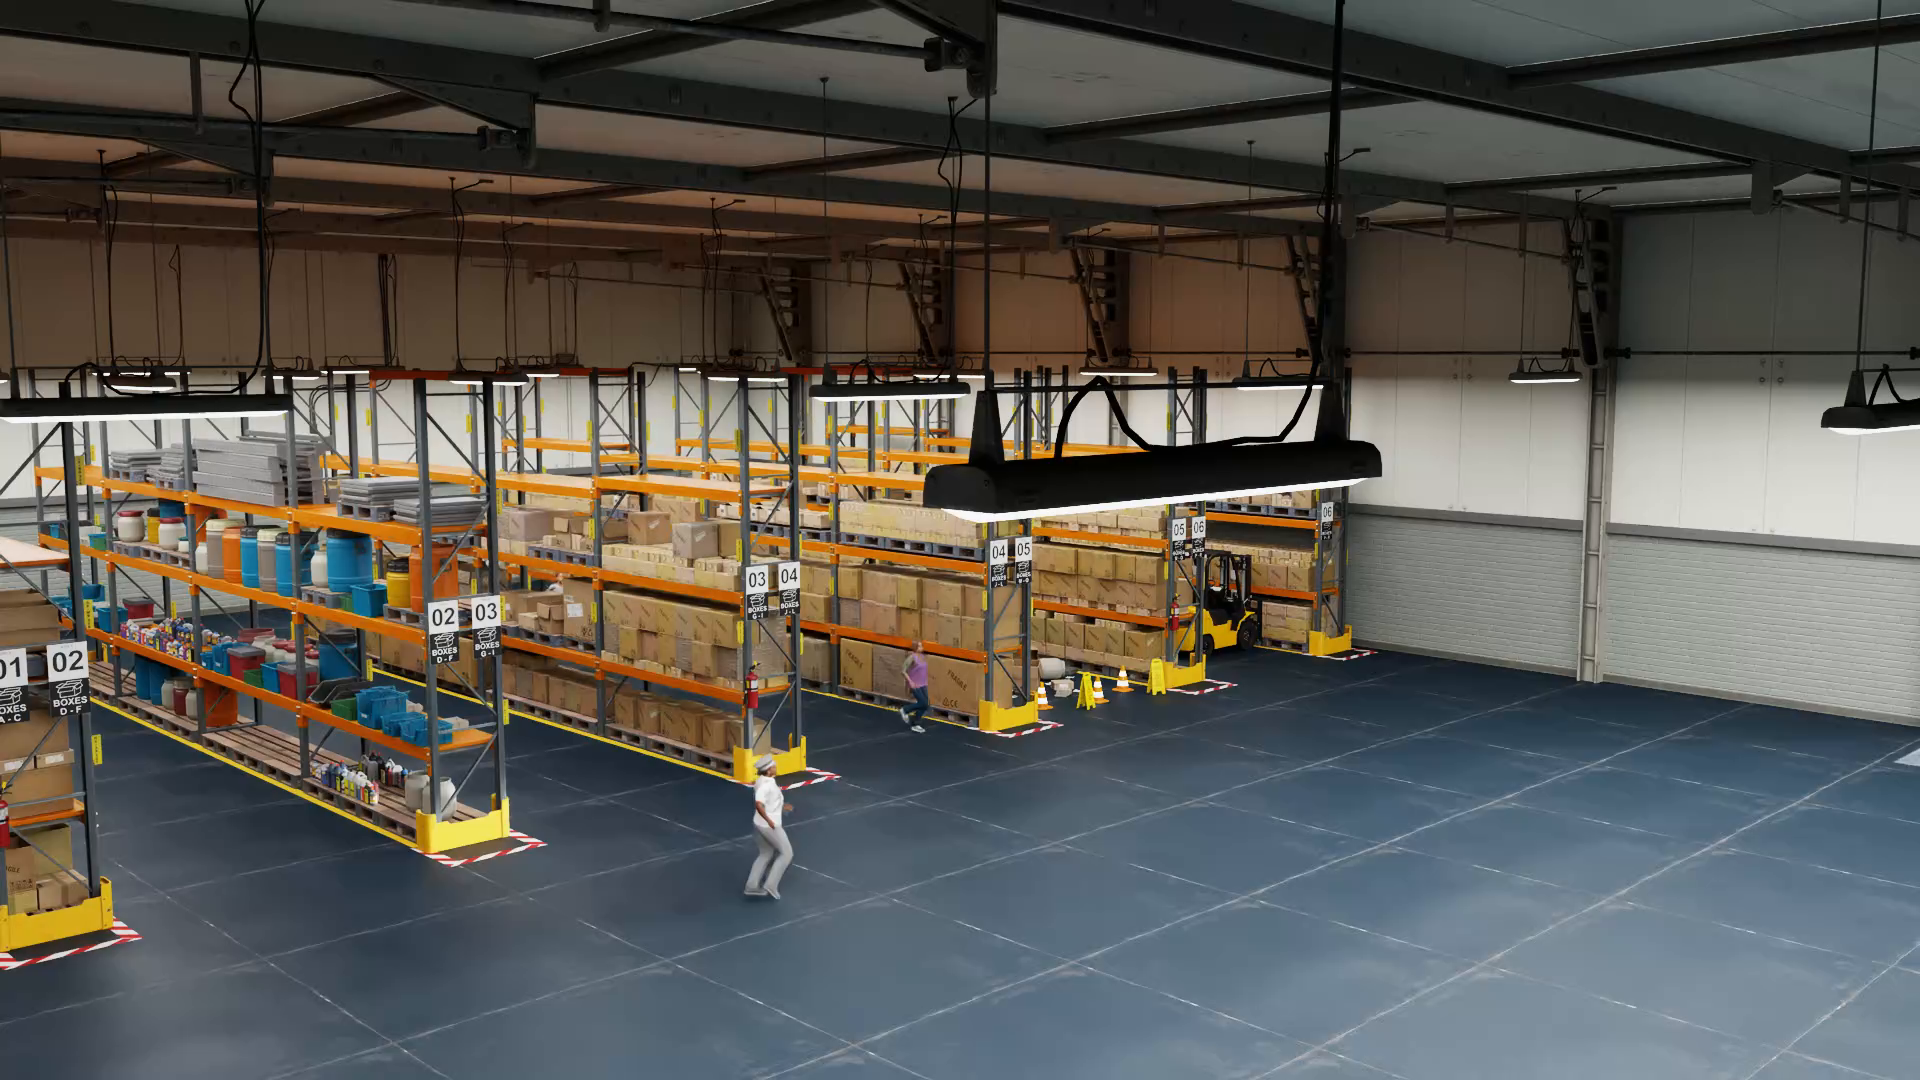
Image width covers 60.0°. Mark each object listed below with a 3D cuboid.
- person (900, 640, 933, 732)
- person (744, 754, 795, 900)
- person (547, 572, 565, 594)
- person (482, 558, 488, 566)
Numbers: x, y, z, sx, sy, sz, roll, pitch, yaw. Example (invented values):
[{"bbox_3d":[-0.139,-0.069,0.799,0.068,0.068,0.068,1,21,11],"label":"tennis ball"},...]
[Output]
[{"bbox_3d":[-0.717,2.437,27.773,0.545,1.555,0.536,5,8,36],"label":"person"},{"bbox_3d":[-2.205,3.342,19.291,0.620,1.745,0.556,-3,7,-22],"label":"person"},{"bbox_3d":[-8.515,1.493,35.547,0.557,1.682,0.894,-6,9,-41],"label":"person"},{"bbox_3d":[-11.559,0.973,40.319,0.876,1.610,0.667,-4,8,-31],"label":"person"}]
